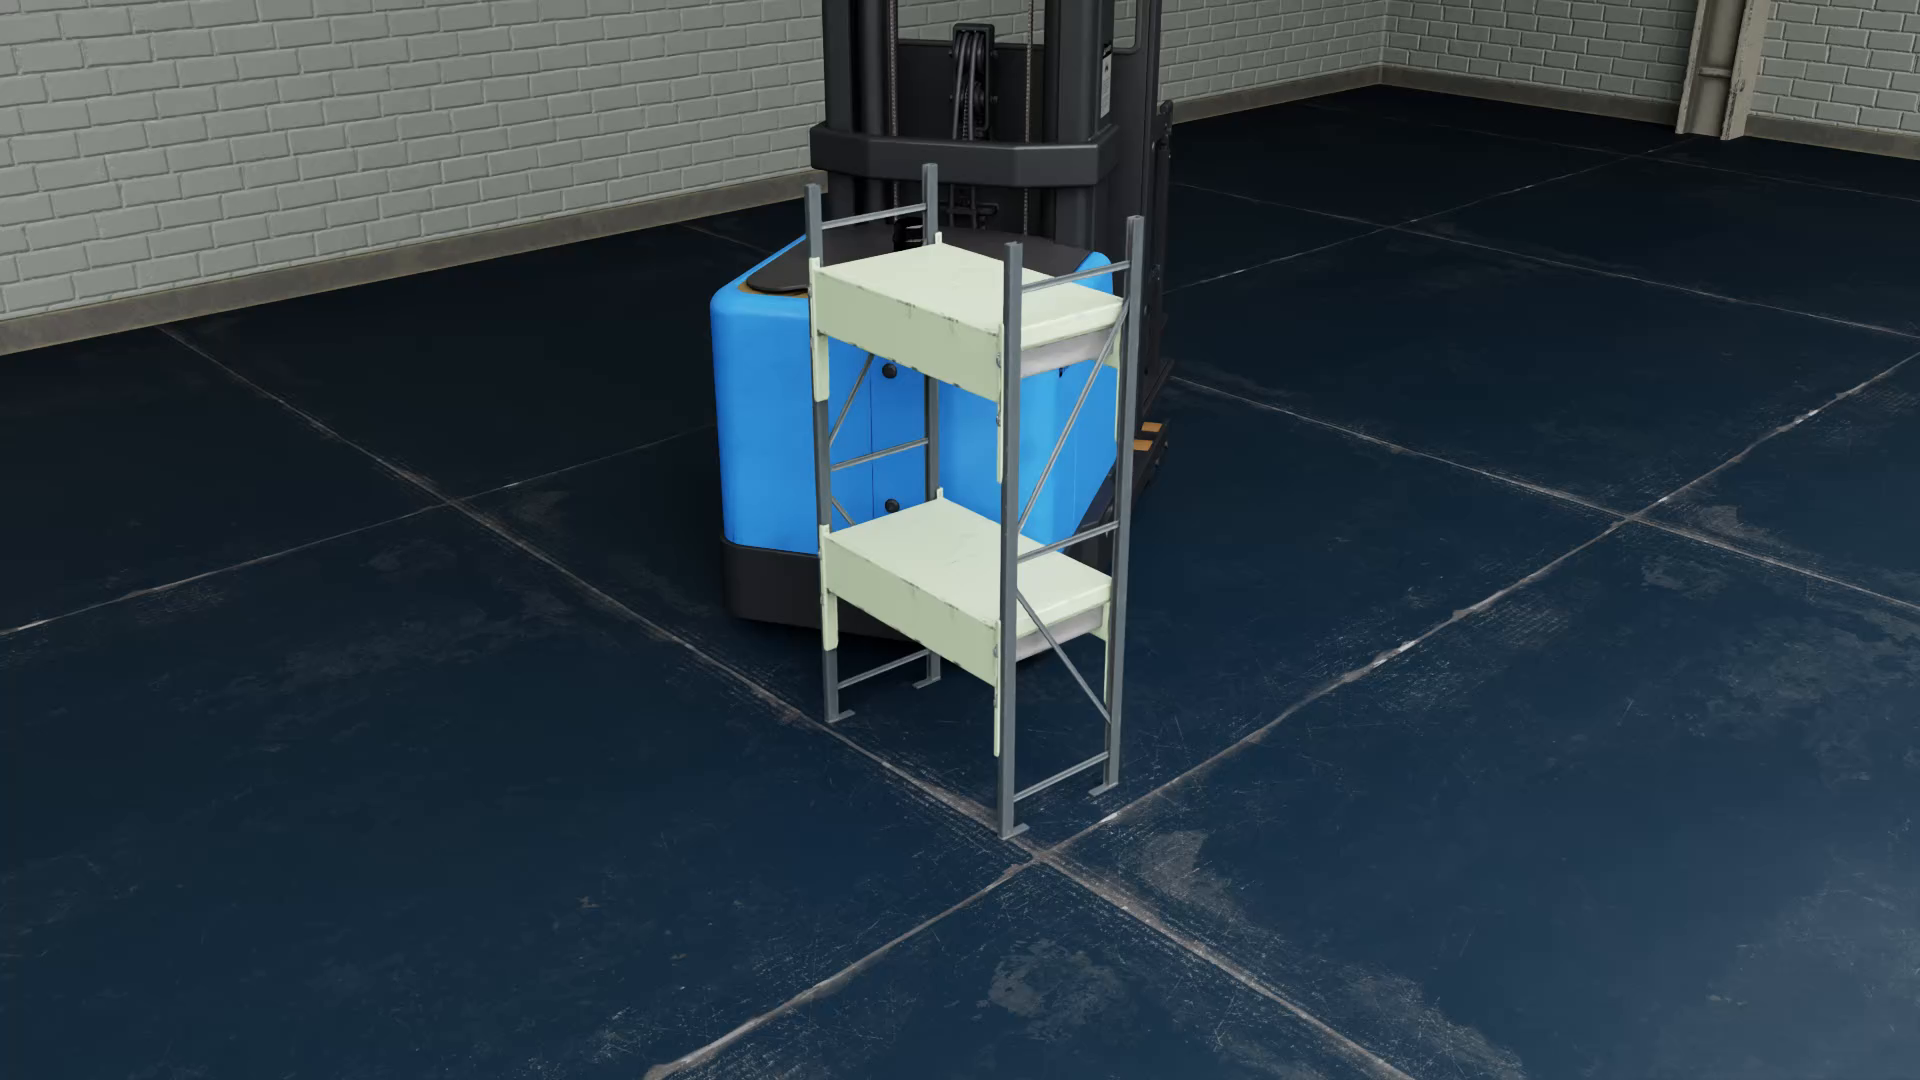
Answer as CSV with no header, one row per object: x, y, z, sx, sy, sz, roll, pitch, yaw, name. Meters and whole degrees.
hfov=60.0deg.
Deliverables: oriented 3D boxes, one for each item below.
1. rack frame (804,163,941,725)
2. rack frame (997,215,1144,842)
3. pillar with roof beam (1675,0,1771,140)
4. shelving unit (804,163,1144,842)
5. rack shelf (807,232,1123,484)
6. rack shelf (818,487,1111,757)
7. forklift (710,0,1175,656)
-0.217,-0.224,4.435,0.400,1.500,0.023,-19,31,-36,rack frame
0.252,0.009,3.924,0.400,1.500,0.023,-19,31,-36,rack frame
2.438,-5.897,7.834,9.100,9.000,0.400,-21,32,-38,pillar with roof beam
0.018,-0.108,4.179,0.431,1.500,0.755,-19,31,-36,shelving unit
0.018,-0.463,4.017,0.431,0.370,0.720,-19,31,-36,rack shelf
0.018,0.189,4.315,0.431,0.370,0.720,-19,31,-36,rack shelf
0.177,-1.582,5.686,1.130,2.935,3.031,7,25,15,forklift
